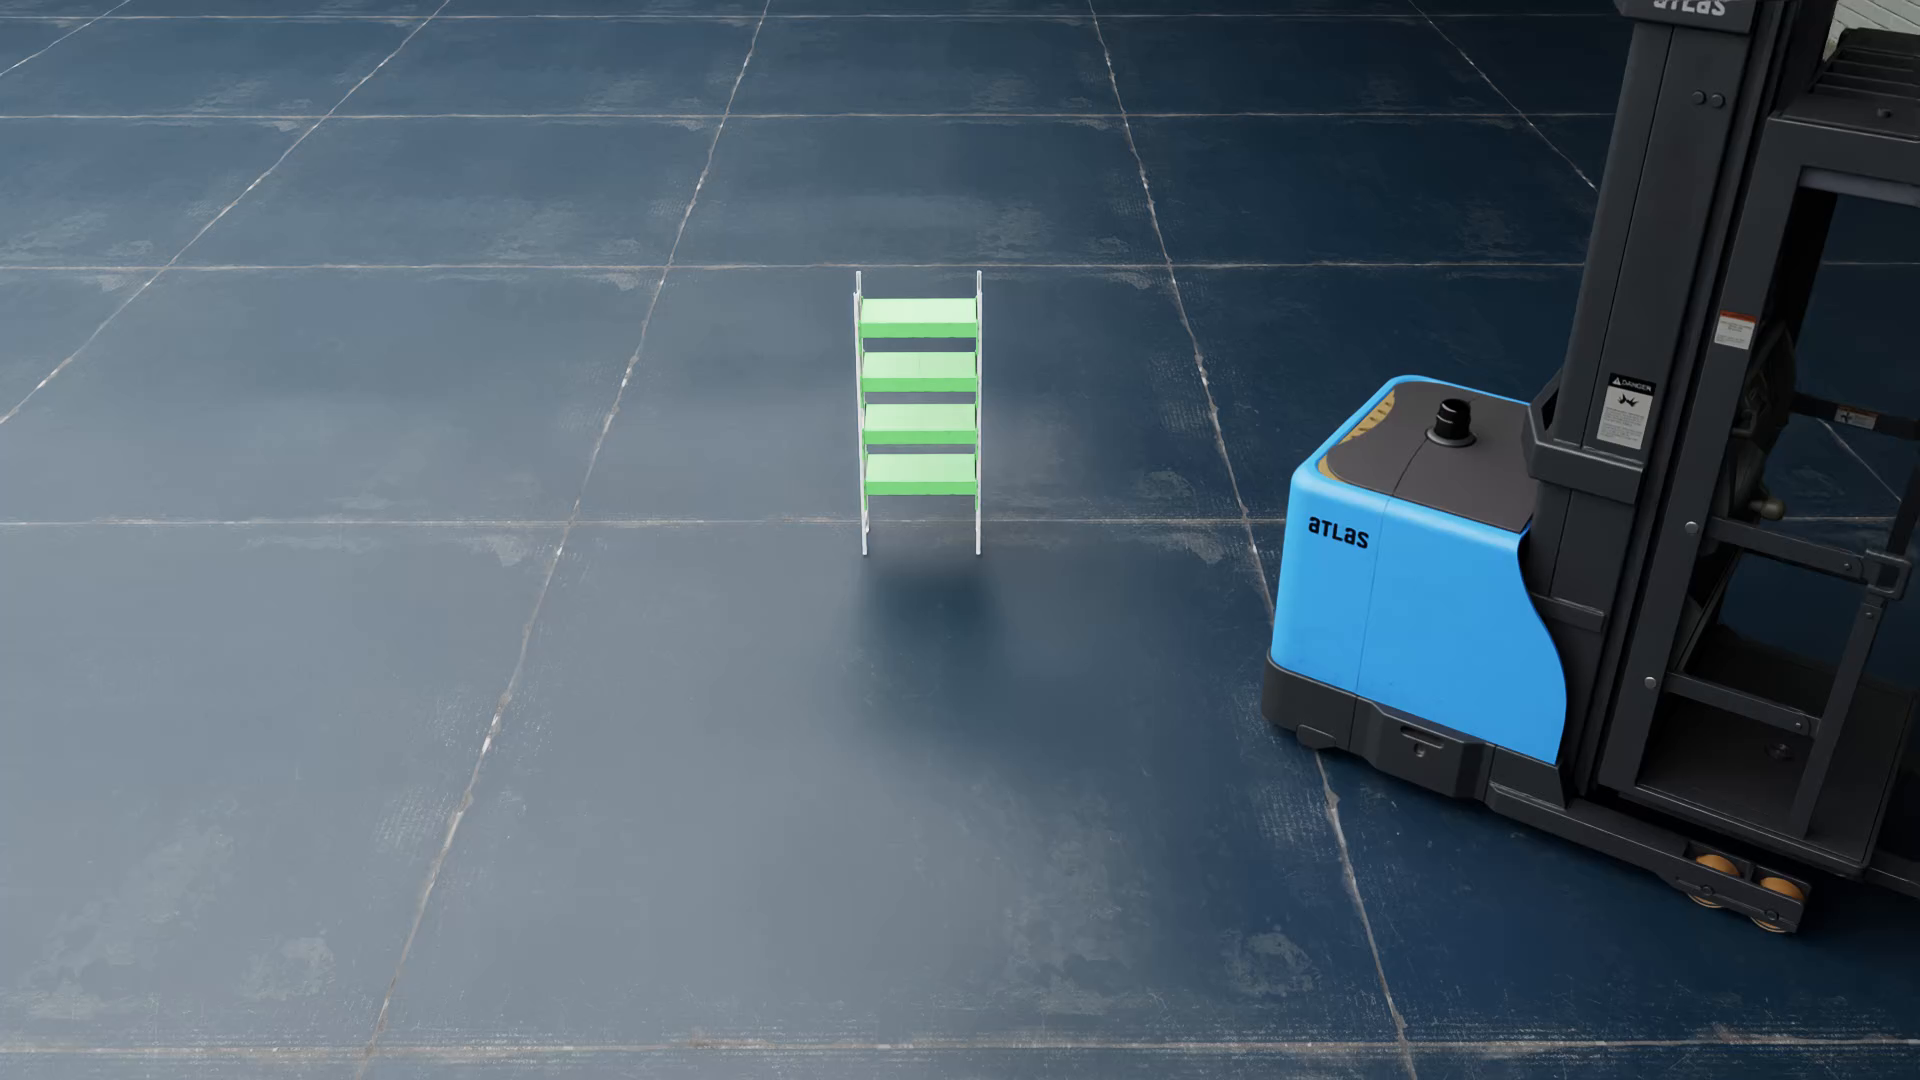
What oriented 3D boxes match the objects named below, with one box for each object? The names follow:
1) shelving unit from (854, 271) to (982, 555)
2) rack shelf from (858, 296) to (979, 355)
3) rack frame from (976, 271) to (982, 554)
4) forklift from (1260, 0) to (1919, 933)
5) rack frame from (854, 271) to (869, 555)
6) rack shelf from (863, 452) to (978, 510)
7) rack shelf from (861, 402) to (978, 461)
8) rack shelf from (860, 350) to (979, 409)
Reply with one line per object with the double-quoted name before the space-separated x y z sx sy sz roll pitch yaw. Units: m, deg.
"shelving unit" -0.166 -0.512 6.938 0.503 1.200 0.258 0 31 0
"rack shelf" -0.166 -0.868 6.722 0.480 0.148 0.258 0 31 0
"rack frame" 0.078 -0.513 6.939 0.015 1.200 0.240 0 31 0
"forklift" 2.607 -0.338 4.982 3.031 2.935 1.130 19 36 29
"rack frame" -0.410 -0.512 6.937 0.015 1.200 0.240 0 31 0
"rack shelf" -0.166 -0.253 7.096 0.480 0.148 0.258 0 31 0
"rack shelf" -0.166 -0.458 6.971 0.480 0.148 0.258 0 31 0
"rack shelf" -0.166 -0.663 6.847 0.480 0.148 0.258 0 31 0
